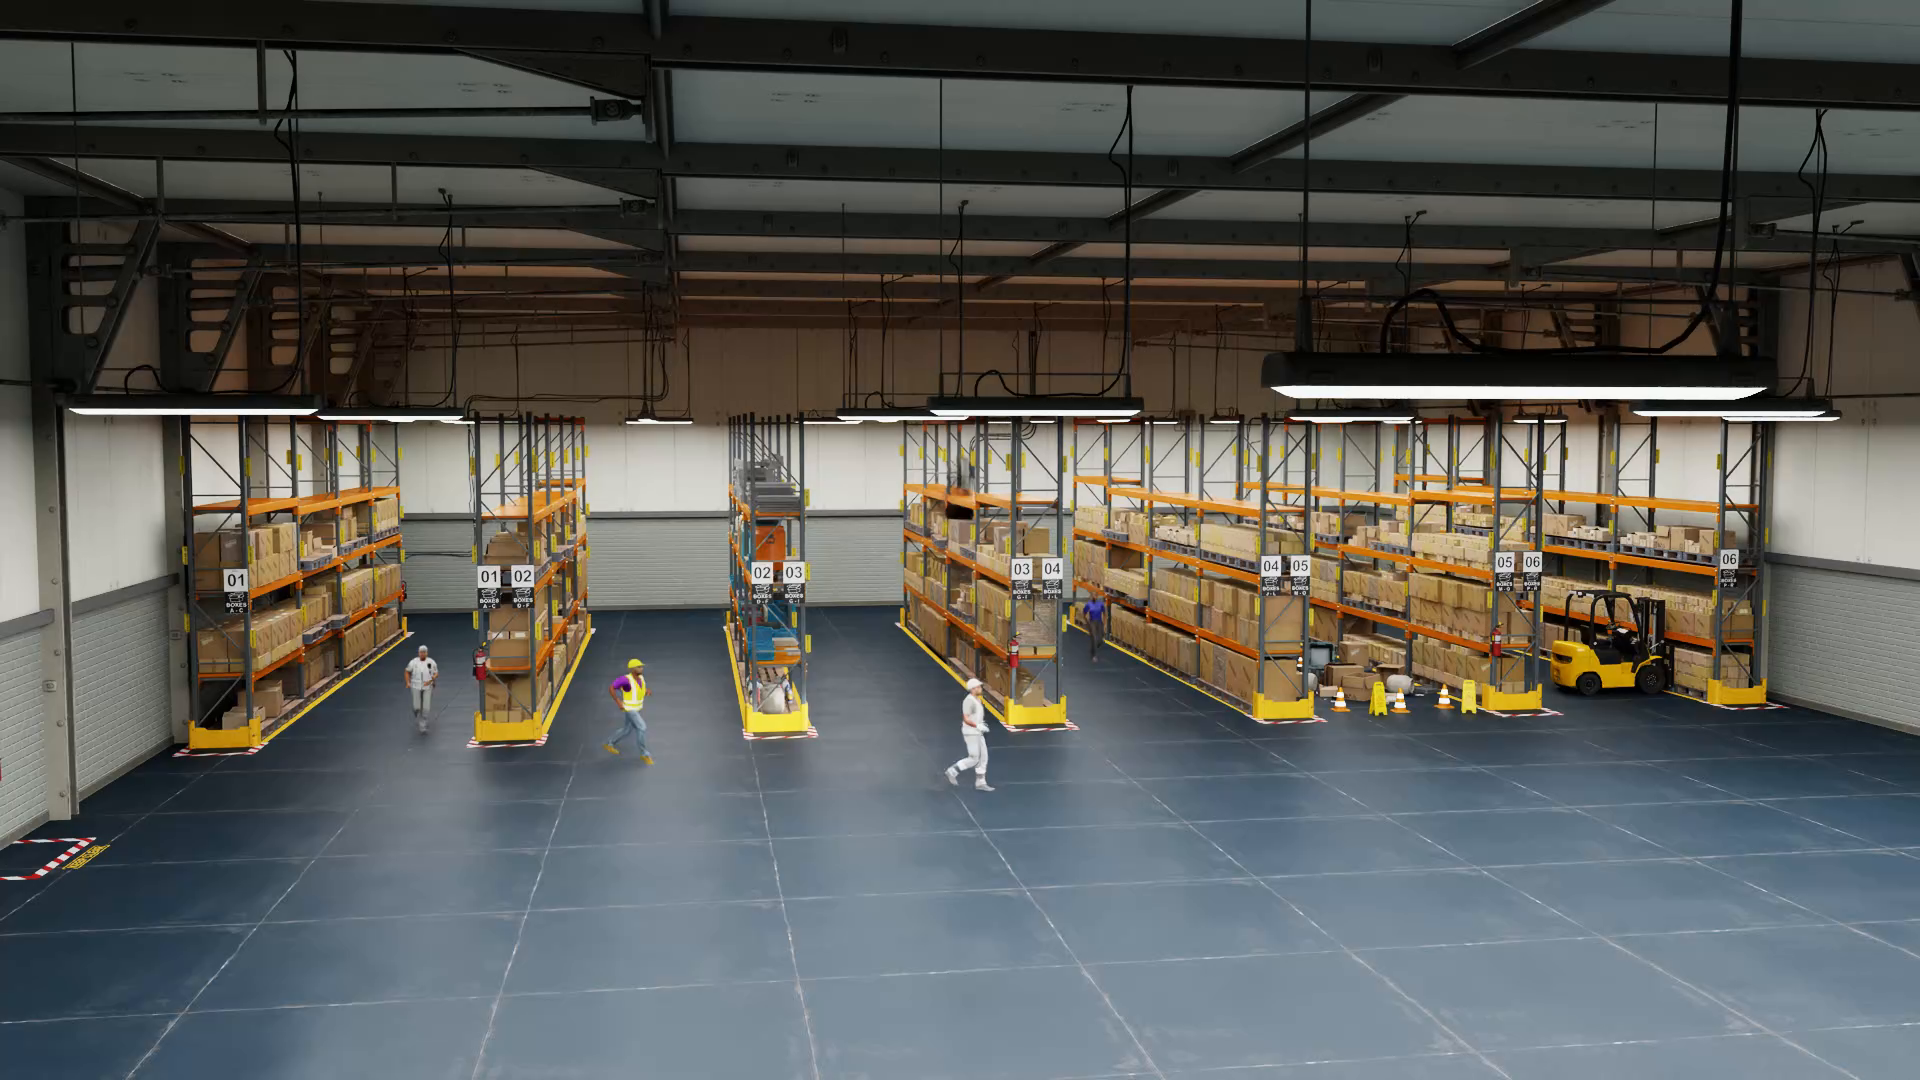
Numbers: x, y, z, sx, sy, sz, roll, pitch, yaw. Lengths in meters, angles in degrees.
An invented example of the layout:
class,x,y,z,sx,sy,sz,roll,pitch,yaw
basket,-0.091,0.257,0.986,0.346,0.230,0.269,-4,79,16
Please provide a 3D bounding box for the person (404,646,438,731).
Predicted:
class,x,y,z,sx,sy,sz,roll,pitch,yaw
person,-10.128,2.791,31.307,0.600,1.607,0.529,-2,4,-22

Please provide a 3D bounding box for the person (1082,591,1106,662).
class,x,y,z,sx,sy,sz,roll,pitch,yaw
person,3.138,2.000,38.685,0.575,1.636,0.467,-1,4,-10

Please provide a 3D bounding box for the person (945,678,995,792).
class,x,y,z,sx,sy,sz,roll,pitch,yaw
person,0.165,3.062,26.181,0.782,1.780,0.684,1,4,12

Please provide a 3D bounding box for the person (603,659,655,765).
class,x,y,z,sx,sy,sz,roll,pitch,yaw
person,-5.641,2.932,28.391,1.007,1.829,0.643,1,4,12
